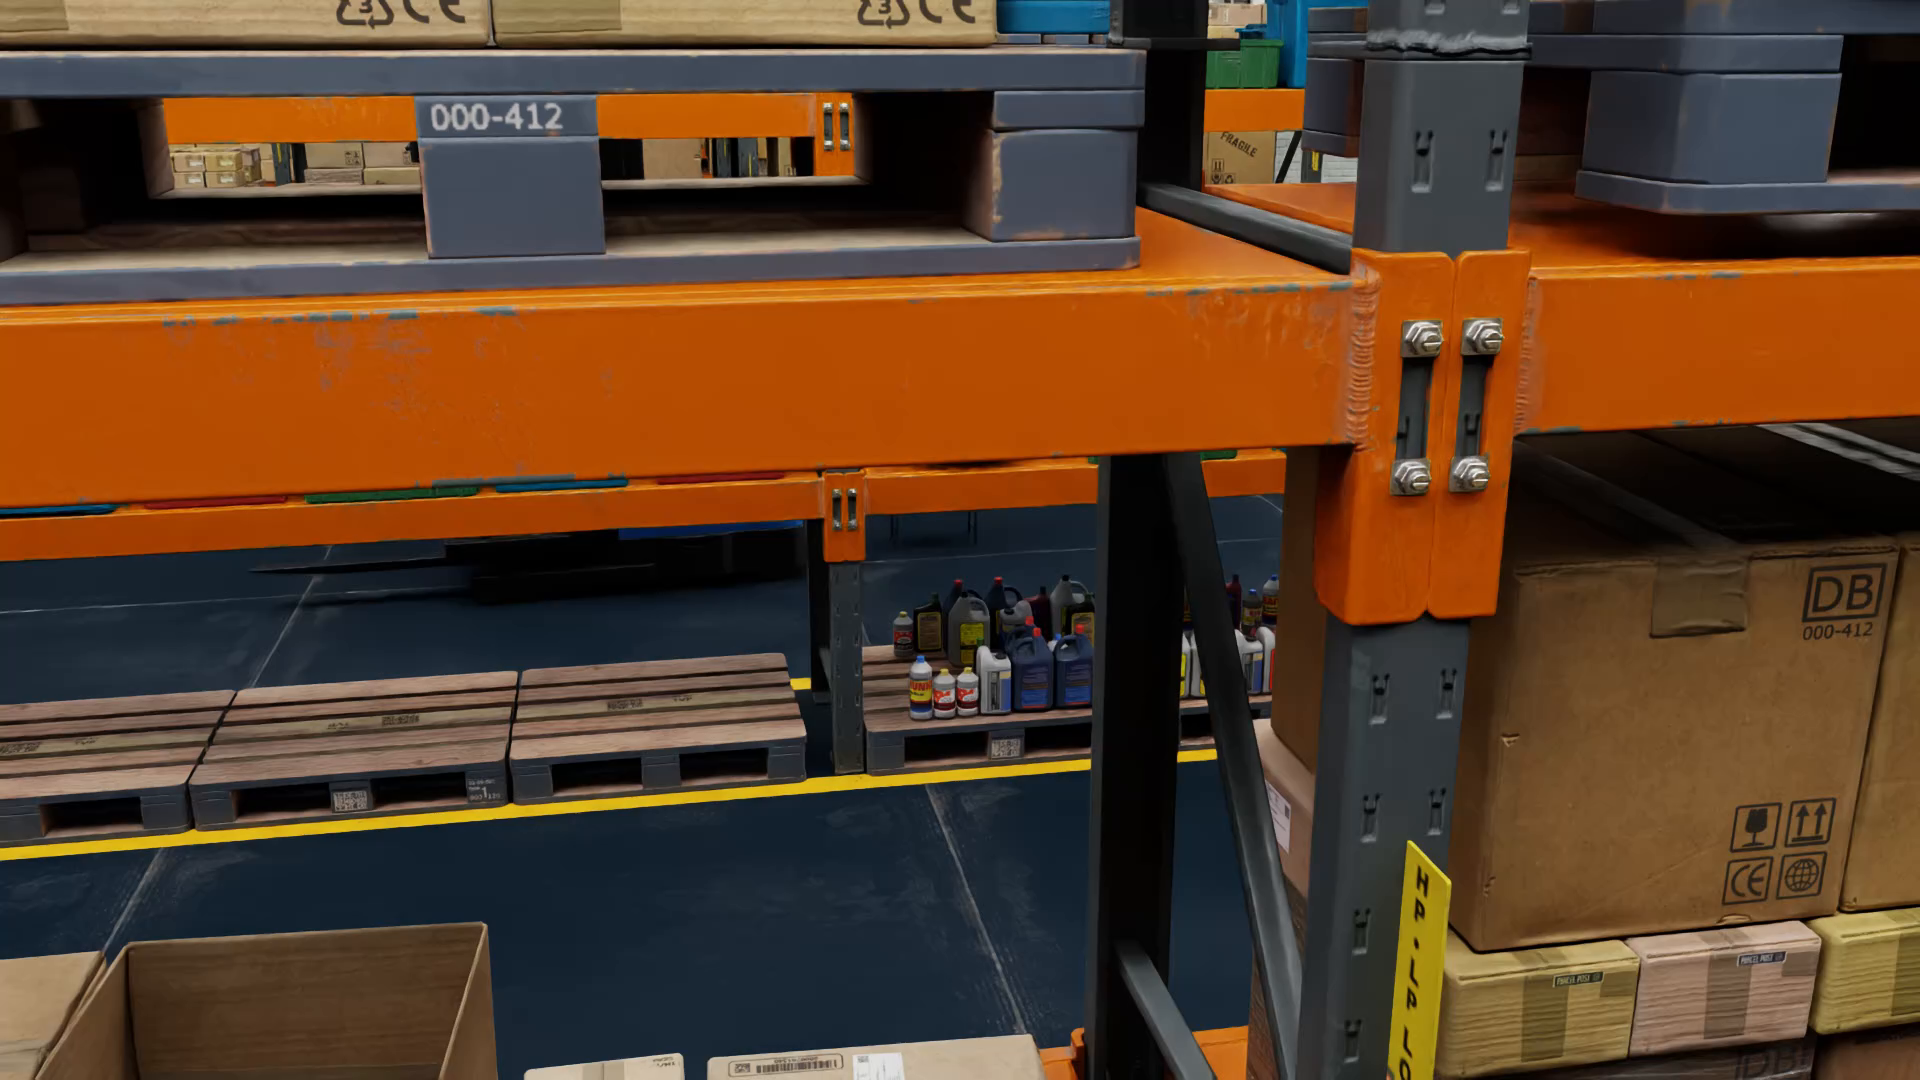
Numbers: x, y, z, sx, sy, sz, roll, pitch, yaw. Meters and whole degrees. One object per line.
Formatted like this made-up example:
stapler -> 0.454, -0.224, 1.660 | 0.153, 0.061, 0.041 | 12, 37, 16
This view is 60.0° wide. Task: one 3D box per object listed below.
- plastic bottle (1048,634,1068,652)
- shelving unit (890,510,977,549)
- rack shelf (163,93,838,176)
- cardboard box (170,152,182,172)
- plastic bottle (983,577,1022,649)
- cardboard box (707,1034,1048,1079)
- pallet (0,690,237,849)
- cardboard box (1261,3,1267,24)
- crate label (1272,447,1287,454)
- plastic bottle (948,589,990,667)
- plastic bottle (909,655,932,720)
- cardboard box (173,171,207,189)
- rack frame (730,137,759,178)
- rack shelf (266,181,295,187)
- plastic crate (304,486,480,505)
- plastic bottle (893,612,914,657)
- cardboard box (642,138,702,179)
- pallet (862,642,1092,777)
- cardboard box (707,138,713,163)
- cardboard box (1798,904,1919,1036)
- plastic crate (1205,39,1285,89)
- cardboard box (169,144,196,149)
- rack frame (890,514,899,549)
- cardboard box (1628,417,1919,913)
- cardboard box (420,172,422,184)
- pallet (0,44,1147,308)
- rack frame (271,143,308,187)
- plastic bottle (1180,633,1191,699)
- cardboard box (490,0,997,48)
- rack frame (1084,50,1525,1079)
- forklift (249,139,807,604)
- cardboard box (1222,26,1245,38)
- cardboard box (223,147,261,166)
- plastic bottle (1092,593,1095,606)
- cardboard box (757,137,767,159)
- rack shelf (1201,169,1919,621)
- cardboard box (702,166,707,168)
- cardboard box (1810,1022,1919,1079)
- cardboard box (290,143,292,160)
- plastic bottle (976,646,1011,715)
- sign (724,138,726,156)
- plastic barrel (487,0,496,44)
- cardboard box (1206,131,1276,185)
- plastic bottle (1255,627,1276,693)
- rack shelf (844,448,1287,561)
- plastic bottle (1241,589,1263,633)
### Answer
plastic bottle -> 0.428, 0.545, 7.326 | 0.097, 0.271, 0.097 | 0, 17, 0
shelving unit -> -0.163, -0.564, 10.106 | 0.503, 1.200, 0.258 | -3, 17, -10
rack shelf -> -2.526, -1.559, 6.396 | 4.000, 0.370, 1.077 | -3, 17, -10
cardboard box -> -7.169, -3.399, 14.968 | 0.250, 0.149, 0.380 | -3, 17, -9
plastic bottle -> 0.204, 0.346, 7.840 | 0.185, 0.351, 0.144 | -4, 18, -13
cardboard box -> -0.101, 0.959, 2.335 | 0.500, 0.250, 0.500 | -2, 17, -7
pallet -> -3.722, 0.943, 6.881 | 1.213, 0.211, 1.003 | -3, 17, -10
cardboard box -> 2.212, -3.679, 11.647 | 0.250, 0.149, 0.380 | -3, 17, -10
crate label -> 1.609, -0.640, 7.226 | 0.616, 0.435, 0.502 | -3, 17, -10
plastic bottle -> 0.043, 0.398, 7.670 | 0.185, 0.351, 0.144 | -3, 17, -10
plastic bottle -> -0.166, 0.622, 7.076 | 0.097, 0.271, 0.097 | 0, 17, 0
cardboard box -> -6.931, -3.270, 15.055 | 0.250, 0.149, 0.380 | -3, 17, -8
rack frame -> -1.502, -2.008, 11.742 | 0.127, 3.000, 1.000 | -3, 17, -10
rack shelf -> -9.273, -4.187, 20.061 | 4.000, 0.370, 1.077 | -3, 17, -10
plastic crate -> -2.219, -0.301, 6.544 | 0.662, 0.188, 0.450 | -3, 17, -10
plastic bottle -> -0.265, 0.437, 7.798 | 0.097, 0.201, 0.097 | 0, 17, 0
cardboard box -> -2.309, -2.492, 11.580 | 1.000, 1.000, 1.000 | -3, 17, -10
pallet -> 0.105, 0.727, 7.585 | 1.213, 0.211, 1.003 | -3, 17, -10
cardboard box -> -2.897, -4.999, 20.803 | 0.500, 0.500, 0.500 | -3, 17, -11
cardboard box -> 1.174, 0.502, 2.295 | 0.250, 0.149, 0.380 | -4, 17, -12
plastic crate -> 1.039, -1.923, 6.715 | 0.450, 0.188, 0.336 | -3, 17, -10
cardboard box -> -9.248, -4.616, 19.637 | 0.500, 0.250, 0.500 | -4, 17, -12
rack frame -> -0.402, -0.551, 10.061 | 0.015, 1.200, 0.240 | -3, 17, -10
cardboard box -> 1.304, 0.125, 2.418 | 0.500, 0.500, 0.700 | -3, 17, -11
cardboard box -> -4.785, -3.273, 15.689 | 0.500, 0.500, 0.500 | -3, 17, -10
pallet -> -0.490, -0.442, 1.859 | 1.217, 0.209, 0.805 | -4, 18, -13
rack frame -> -6.271, -3.221, 15.690 | 0.127, 3.000, 1.000 | -3, 17, -10
plastic bottle -> 0.912, 0.516, 7.286 | 0.185, 0.351, 0.144 | -3, 17, -11
cardboard box -> -0.233, -0.684, 1.861 | 0.500, 0.250, 0.500 | -1, 17, -5
rack frame -> 0.374, 0.848, 2.444 | 0.127, 3.000, 1.000 | -3, 17, -10
forklift -> -2.463, -1.221, 9.294 | 3.031, 2.935, 1.130 | -4, 18, -13
cardboard box -> 2.000, -3.493, 11.723 | 0.500, 0.250, 0.500 | -3, 17, -9
cardboard box -> -6.766, -3.616, 15.675 | 0.250, 0.149, 0.380 | -3, 17, -10
plastic bottle -> 0.681, 0.356, 7.935 | 0.135, 0.276, 0.152 | -3, 17, -9
cardboard box -> -1.975, -4.042, 16.270 | 0.550, 0.550, 0.875 | -3, 17, -10
rack shelf -> 2.337, -0.354, 2.471 | 4.000, 0.370, 1.077 | -3, 17, -10
cardboard box -> -3.881, -5.743, 26.167 | 0.500, 0.250, 0.500 | -3, 17, -9
cardboard box -> 1.325, 0.742, 2.617 | 0.500, 0.500, 0.700 | -3, 17, -11
cardboard box -> -7.737, -4.710, 19.940 | 0.500, 0.250, 0.500 | -3, 17, -11
plastic bottle -> 0.146, 0.594, 7.159 | 0.135, 0.276, 0.152 | -3, 17, -8
sign -> -2.231, -3.804, 15.750 | 0.005, 0.325, 0.100 | -3, 17, -10
plastic barrel -> -1.663, -2.127, 6.165 | 0.600, 0.901, 0.600 | 0, 17, 0
cardboard box -> 1.932, -2.797, 11.930 | 0.500, 0.500, 0.500 | -3, 17, -10
plastic bottle -> 1.392, 0.523, 7.389 | 0.135, 0.276, 0.152 | -3, 17, -10
rack shelf -> 1.401, -0.348, 7.562 | 4.000, 0.370, 1.077 | -3, 17, -10
plastic bottle -> 1.424, 0.341, 8.110 | 0.097, 0.201, 0.097 | 0, 17, 0
